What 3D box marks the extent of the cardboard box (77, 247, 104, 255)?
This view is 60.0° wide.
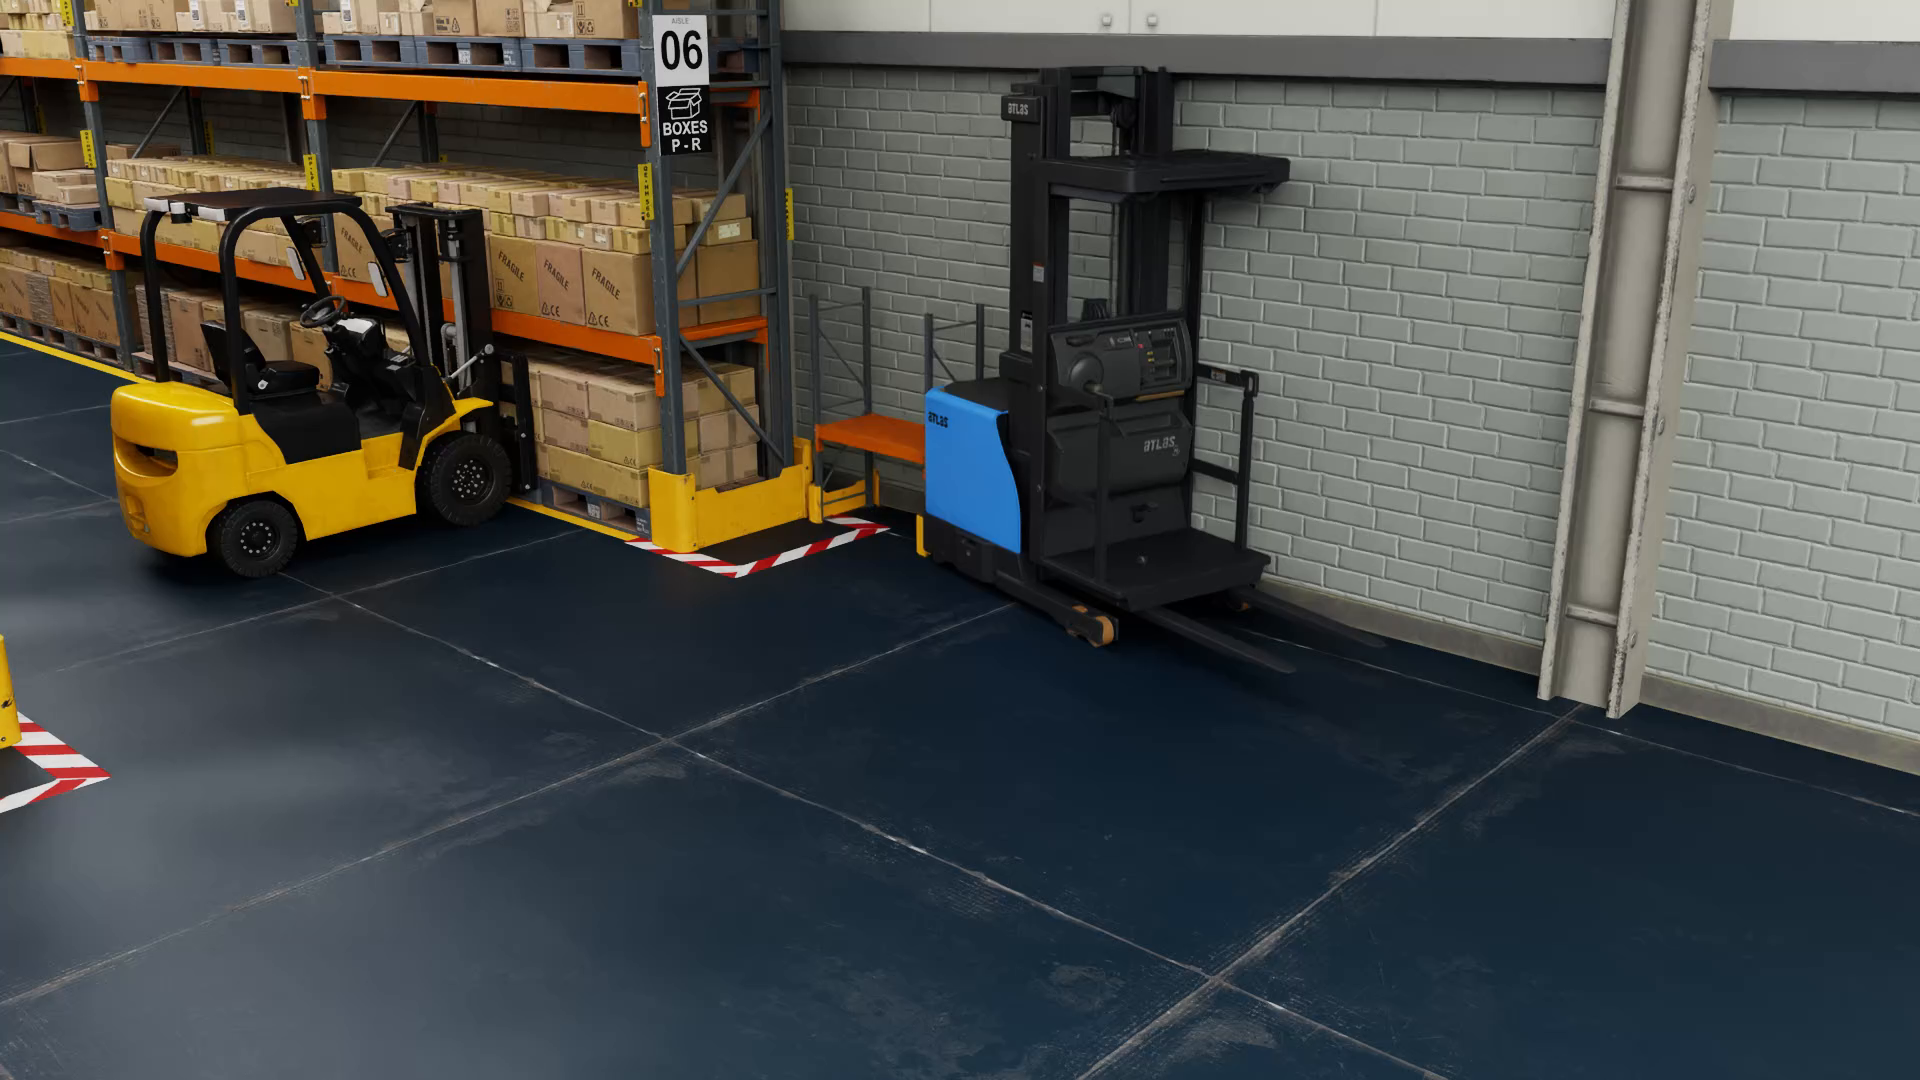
[{"bbox_3d":[-8.993,-2.980,17.409,0.250,0.149,0.380,15,23,40],"label":"cardboard box"}]

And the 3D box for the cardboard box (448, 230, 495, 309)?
[{"bbox_3d":[-3.172,-1.906,11.494,0.500,0.500,0.500,15,23,40],"label":"cardboard box"}]

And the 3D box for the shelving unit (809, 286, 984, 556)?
[{"bbox_3d":[-0.410,-0.792,10.628,1.083,1.500,0.587,16,24,41],"label":"shelving unit"}]

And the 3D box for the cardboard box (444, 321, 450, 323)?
[{"bbox_3d":[-3.977,-1.626,12.974,0.500,0.250,0.500,16,23,40],"label":"cardboard box"}]

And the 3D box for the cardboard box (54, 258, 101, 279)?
[{"bbox_3d":[-8.749,-2.702,16.531,0.250,0.149,0.380,15,23,38],"label":"cardboard box"}]

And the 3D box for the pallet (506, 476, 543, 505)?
[{"bbox_3d":[-2.989,-0.572,12.064,1.213,0.211,1.003,15,23,39],"label":"pallet"}]

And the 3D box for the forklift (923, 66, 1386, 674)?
[{"bbox_3d":[1.004,-0.992,8.892,1.130,2.935,3.031,-11,21,-32],"label":"forklift"}]

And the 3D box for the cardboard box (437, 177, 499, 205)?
[{"bbox_3d":[-3.415,-2.442,11.617,0.250,0.149,0.380,15,23,39],"label":"cardboard box"}]

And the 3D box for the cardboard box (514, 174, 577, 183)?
[{"bbox_3d":[-2.929,-2.495,11.786,0.250,0.149,0.380,16,24,41],"label":"cardboard box"}]

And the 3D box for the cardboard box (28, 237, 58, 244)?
[{"bbox_3d":[-9.990,-3.230,18.197,0.250,0.149,0.380,14,22,37],"label":"cardboard box"}]

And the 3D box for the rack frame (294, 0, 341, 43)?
[{"bbox_3d":[-4.473,-5.174,12.039,0.127,3.000,1.000,15,23,39],"label":"rack frame"}]

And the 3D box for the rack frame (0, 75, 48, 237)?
[{"bbox_3d":[-10.457,-3.921,18.008,0.127,3.000,1.000,15,23,39],"label":"rack frame"}]

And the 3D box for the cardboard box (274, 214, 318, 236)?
[{"bbox_3d":[-5.010,-2.522,13.022,0.500,0.250,0.500,14,23,38],"label":"cardboard box"}]

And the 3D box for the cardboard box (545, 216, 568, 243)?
[{"bbox_3d":[-2.469,-2.038,10.836,0.250,0.149,0.380,15,23,39],"label":"cardboard box"}]

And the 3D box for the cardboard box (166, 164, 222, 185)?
[{"bbox_3d":[-6.600,-3.152,14.346,0.250,0.149,0.380,15,23,40],"label":"cardboard box"}]

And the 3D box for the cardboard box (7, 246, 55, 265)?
[{"bbox_3d":[-9.693,-2.968,17.370,0.250,0.149,0.380,15,23,38],"label":"cardboard box"}]

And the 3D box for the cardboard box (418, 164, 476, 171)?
[{"bbox_3d":[-3.873,-2.758,12.614,0.250,0.149,0.380,14,23,38],"label":"cardboard box"}]

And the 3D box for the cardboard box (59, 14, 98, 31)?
[{"bbox_3d":[-7.890,-4.683,15.039,0.250,0.149,0.380,16,23,40],"label":"cardboard box"}]

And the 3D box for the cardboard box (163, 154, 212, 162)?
[{"bbox_3d":[-7.087,-3.455,15.303,0.250,0.149,0.380,16,24,41],"label":"cardboard box"}]

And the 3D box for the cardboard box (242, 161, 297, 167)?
[{"bbox_3d":[-6.048,-3.227,14.585,0.250,0.149,0.380,15,23,38],"label":"cardboard box"}]

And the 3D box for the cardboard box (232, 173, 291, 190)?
[{"bbox_3d":[-5.668,-2.888,13.516,0.250,0.149,0.380,14,23,38],"label":"cardboard box"}]

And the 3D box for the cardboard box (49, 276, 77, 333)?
[{"bbox_3d":[-8.684,-2.370,16.560,0.500,0.500,0.500,16,24,42],"label":"cardboard box"}]

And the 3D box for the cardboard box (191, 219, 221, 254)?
[{"bbox_3d":[-6.146,-2.594,14.073,0.500,0.250,0.500,16,24,41],"label":"cardboard box"}]

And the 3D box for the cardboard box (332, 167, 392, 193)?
[{"bbox_3d":[-4.432,-2.682,12.375,0.250,0.149,0.380,16,23,40],"label":"cardboard box"}]

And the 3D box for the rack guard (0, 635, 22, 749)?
[{"bbox_3d":[-4.830,0.788,7.301,0.348,0.500,1.175,15,23,39],"label":"rack guard"}]

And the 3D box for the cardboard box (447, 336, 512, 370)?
[{"bbox_3d":[-3.564,-1.311,11.981,0.500,0.250,0.500,16,24,41],"label":"cardboard box"}]

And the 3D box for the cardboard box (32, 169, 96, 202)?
[{"bbox_3d":[-8.469,-3.385,15.873,0.500,0.250,0.500,14,22,37],"label":"cardboard box"}]

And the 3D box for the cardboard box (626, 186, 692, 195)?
[{"bbox_3d":[-1.971,-2.236,10.969,0.250,0.149,0.380,16,23,40],"label":"cardboard box"}]

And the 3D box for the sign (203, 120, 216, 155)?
[{"bbox_3d":[-7.099,-3.796,15.700,0.005,0.325,0.100,15,23,39],"label":"sign"}]

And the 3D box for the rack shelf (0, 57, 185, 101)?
[{"bbox_3d":[-8.961,-4.606,16.398,4.000,0.370,1.077,15,23,39],"label":"rack shelf"}]

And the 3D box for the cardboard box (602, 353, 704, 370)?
[{"bbox_3d":[-2.091,-1.117,11.370,0.500,0.250,0.500,15,23,39],"label":"cardboard box"}]

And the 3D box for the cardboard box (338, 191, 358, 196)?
[{"bbox_3d":[-4.409,-2.548,12.444,0.250,0.149,0.380,15,23,38],"label":"cardboard box"}]

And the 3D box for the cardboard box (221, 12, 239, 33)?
[{"bbox_3d":[-5.497,-4.025,12.932,0.250,0.149,0.380,15,23,39],"label":"cardboard box"}]

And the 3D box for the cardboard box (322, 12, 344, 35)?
[{"bbox_3d":[-4.339,-3.714,11.952,0.250,0.149,0.380,16,23,40],"label":"cardboard box"}]

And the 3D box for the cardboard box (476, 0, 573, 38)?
[{"bbox_3d":[-2.674,-3.499,10.694,0.500,0.500,0.700,15,23,40],"label":"cardboard box"}]

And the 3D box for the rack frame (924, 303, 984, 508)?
[{"bbox_3d":[-0.033,-0.685,10.290,0.032,1.500,0.500,16,24,41],"label":"rack frame"}]

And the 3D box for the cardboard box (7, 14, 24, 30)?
[{"bbox_3d":[-8.835,-4.947,15.871,0.250,0.149,0.380,16,24,41],"label":"cardboard box"}]

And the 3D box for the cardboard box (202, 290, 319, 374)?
[{"bbox_3d":[-6.010,-1.793,14.535,0.625,0.625,0.875,14,22,37],"label":"cardboard box"}]

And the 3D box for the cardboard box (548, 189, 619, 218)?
[{"bbox_3d":[-2.445,-2.190,10.825,0.250,0.149,0.380,15,23,40],"label":"cardboard box"}]

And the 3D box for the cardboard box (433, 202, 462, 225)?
[{"bbox_3d":[-3.471,-2.285,11.614,0.250,0.149,0.380,14,22,38],"label":"cardboard box"}]

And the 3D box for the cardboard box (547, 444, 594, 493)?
[{"bbox_3d":[-2.408,-0.526,11.162,0.500,0.250,0.500,15,23,39],"label":"cardboard box"}]

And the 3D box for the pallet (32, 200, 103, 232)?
[{"bbox_3d":[-8.018,-3.147,15.885,1.003,0.211,1.213,15,23,39],"label":"pallet"}]

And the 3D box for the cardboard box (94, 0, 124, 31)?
[{"bbox_3d":[-7.085,-4.643,14.298,0.500,0.500,0.500,15,23,40],"label":"cardboard box"}]

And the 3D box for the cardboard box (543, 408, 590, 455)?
[{"bbox_3d":[-2.421,-0.770,11.103,0.500,0.250,0.500,15,23,39],"label":"cardboard box"}]

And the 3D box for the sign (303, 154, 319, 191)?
[{"bbox_3d":[-4.826,-2.704,12.391,0.005,0.325,0.100,15,23,39],"label":"sign"}]

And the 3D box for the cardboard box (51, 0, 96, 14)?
[{"bbox_3d":[-7.918,-4.810,14.948,0.250,0.149,0.380,16,24,41],"label":"cardboard box"}]

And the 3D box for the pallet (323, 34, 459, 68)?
[{"bbox_3d":[-3.818,-3.537,11.985,1.213,0.211,1.003,15,23,39],"label":"pallet"}]

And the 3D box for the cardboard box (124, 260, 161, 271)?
[{"bbox_3d":[-8.068,-2.702,16.533,0.250,0.149,0.380,15,23,40],"label":"cardboard box"}]

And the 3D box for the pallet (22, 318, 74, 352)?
[{"bbox_3d":[-8.906,-2.192,17.171,1.213,0.211,1.003,15,23,39],"label":"pallet"}]

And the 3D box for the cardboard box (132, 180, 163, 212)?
[{"bbox_3d":[-6.921,-3.040,14.652,0.500,0.250,0.500,16,24,41],"label":"cardboard box"}]
